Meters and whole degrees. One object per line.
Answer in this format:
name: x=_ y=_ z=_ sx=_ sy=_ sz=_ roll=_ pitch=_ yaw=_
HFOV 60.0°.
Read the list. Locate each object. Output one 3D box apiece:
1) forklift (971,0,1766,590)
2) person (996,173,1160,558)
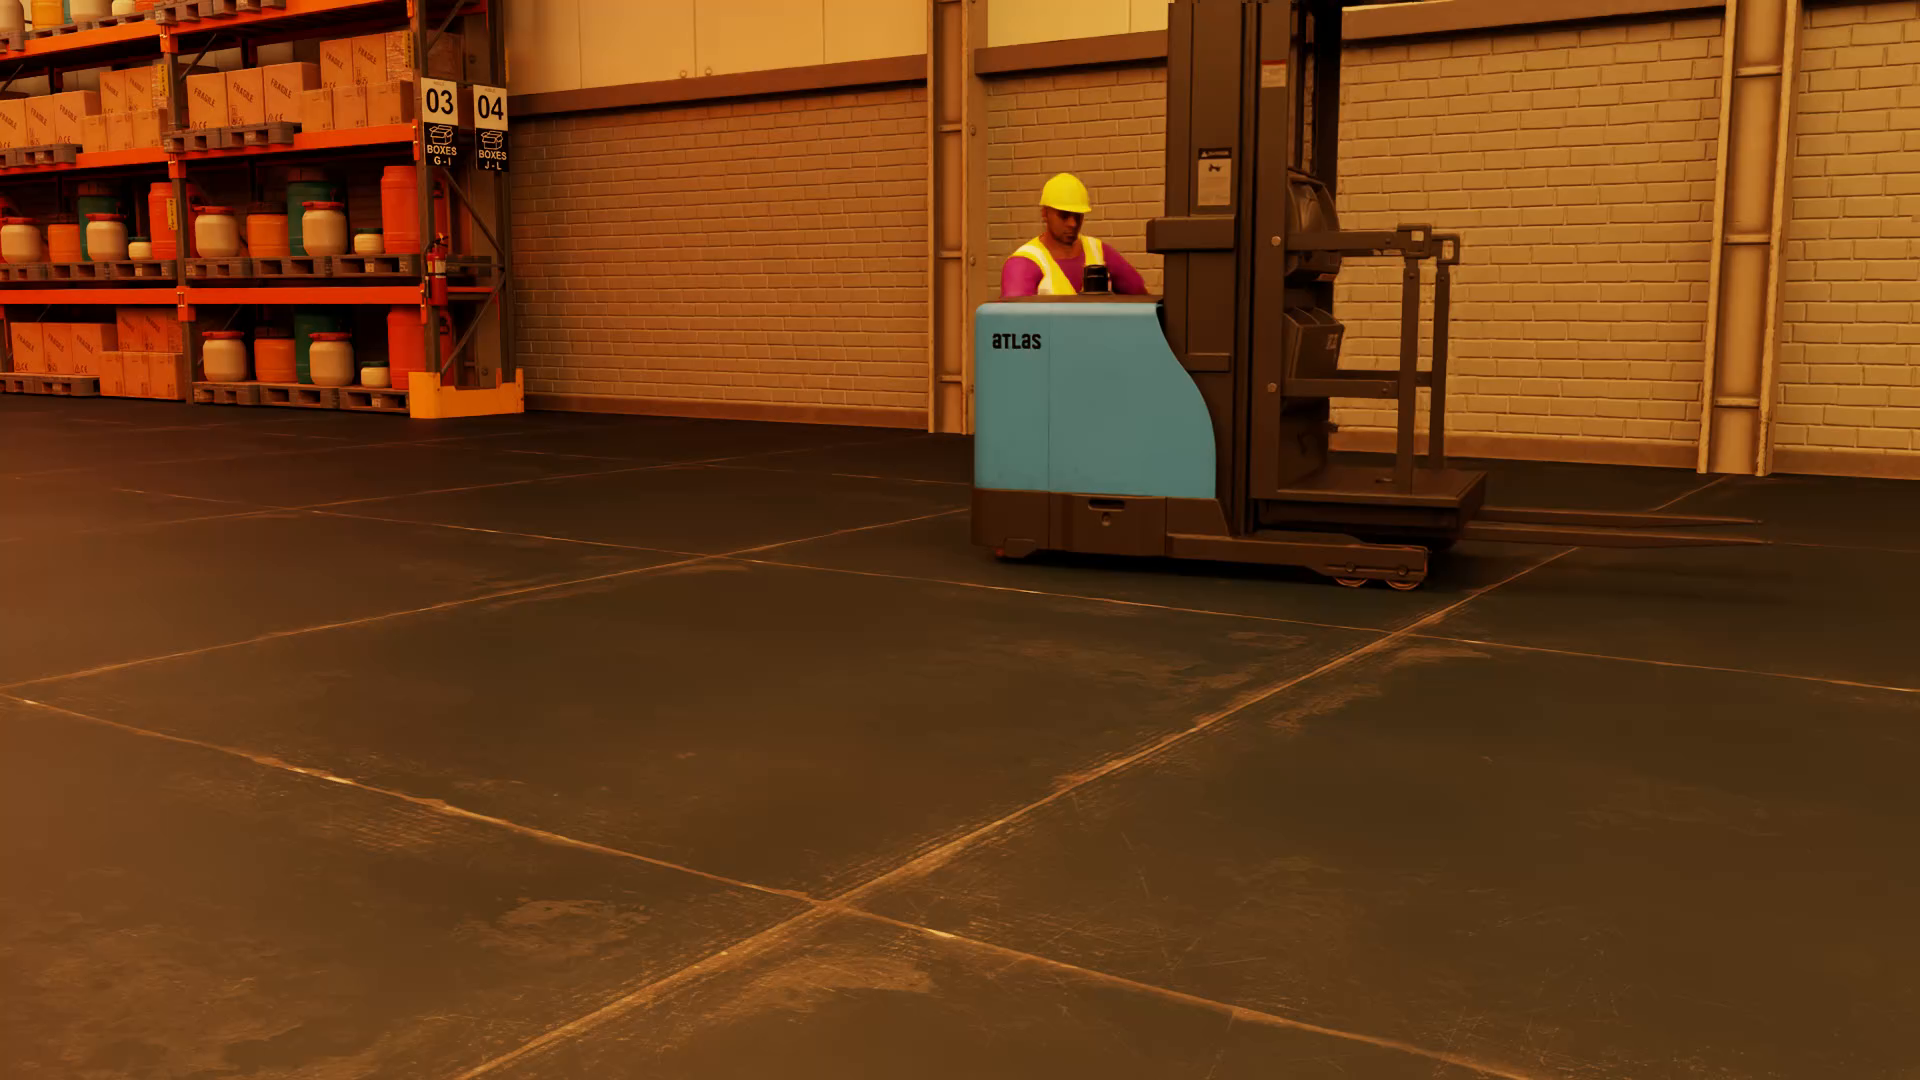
forklift: x=1.613 y=-1.346 z=6.655 sx=3.031 sy=2.935 sz=1.130 roll=3 pitch=9 yaw=22
person: x=0.549 y=-0.757 z=7.192 sx=0.893 sy=1.636 sz=0.664 roll=-3 pitch=9 yaw=-19
